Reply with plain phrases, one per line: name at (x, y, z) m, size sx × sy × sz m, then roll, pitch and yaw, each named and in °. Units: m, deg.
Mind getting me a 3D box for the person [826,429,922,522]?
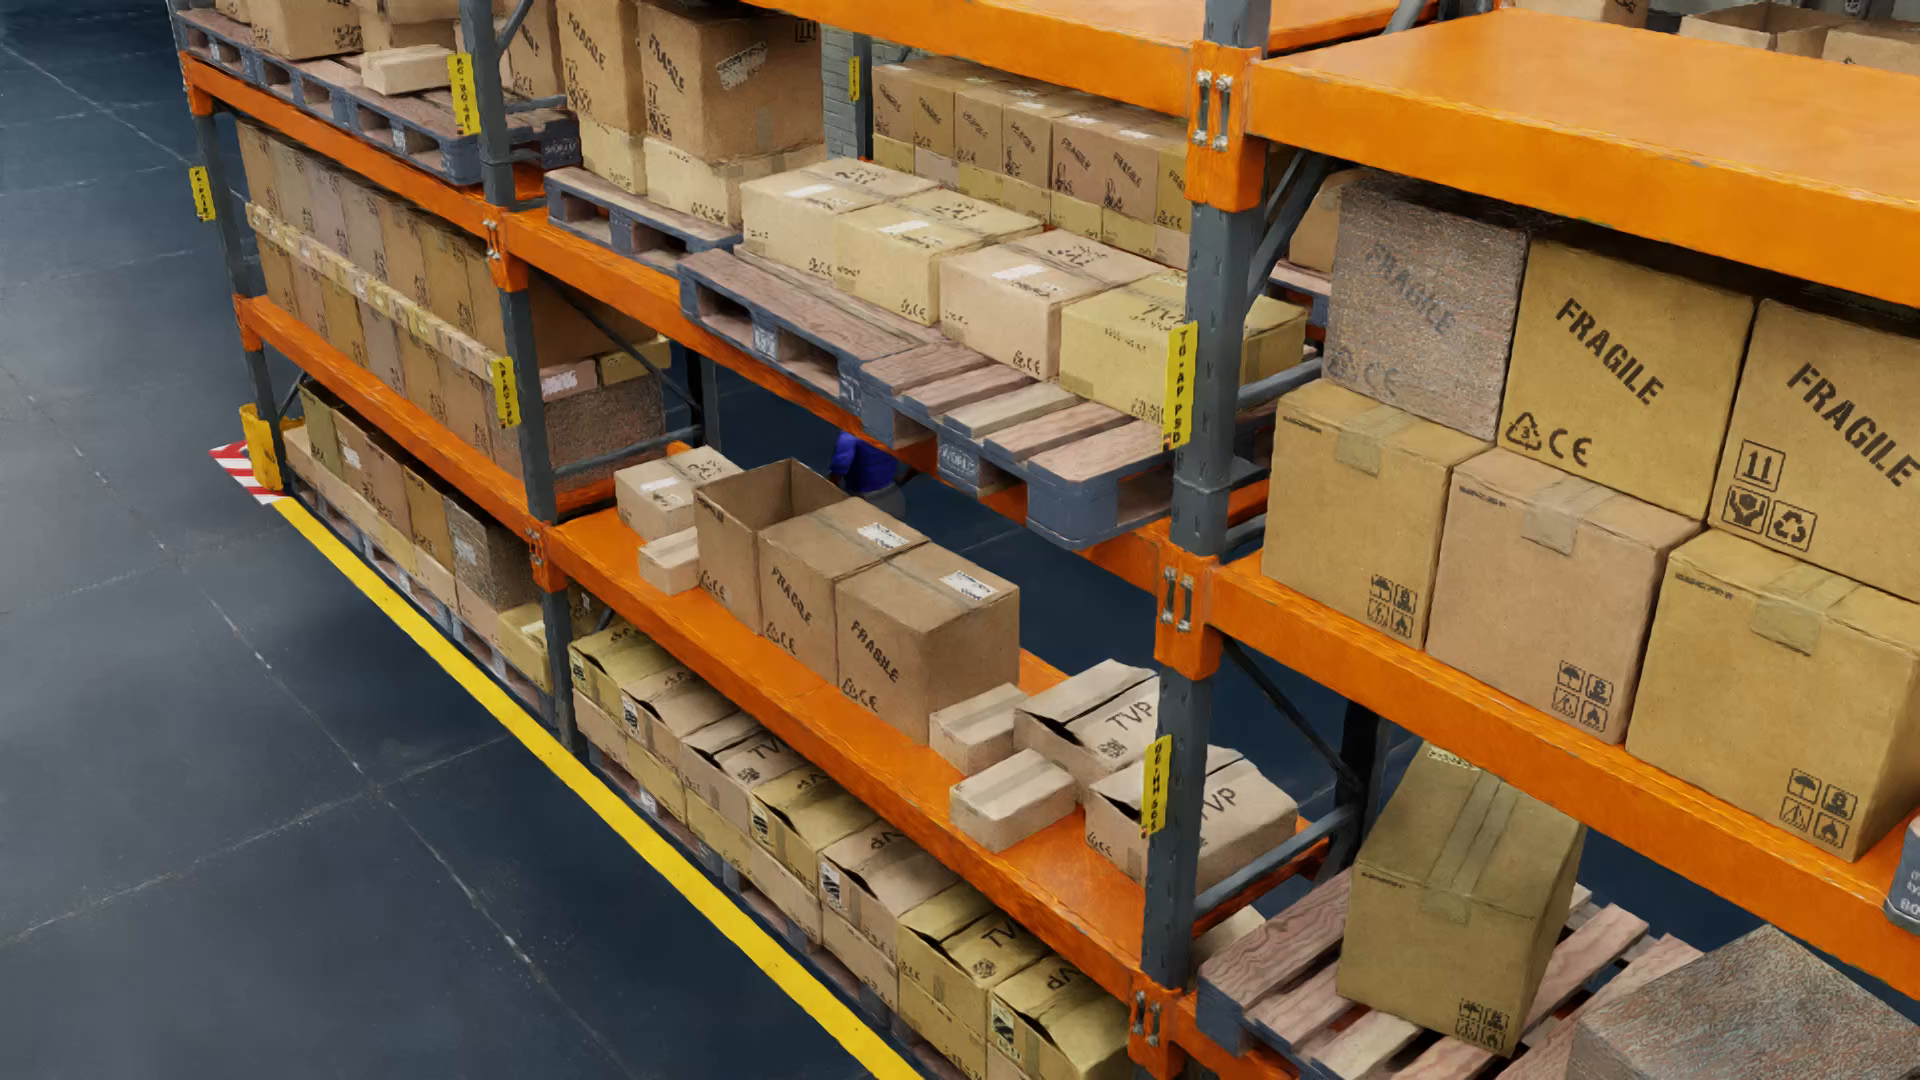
person at (-0.527, -0.172, 8.994) m, size 0.472 × 1.626 × 0.625 m, roll 25°, pitch 37°, yaw 38°
